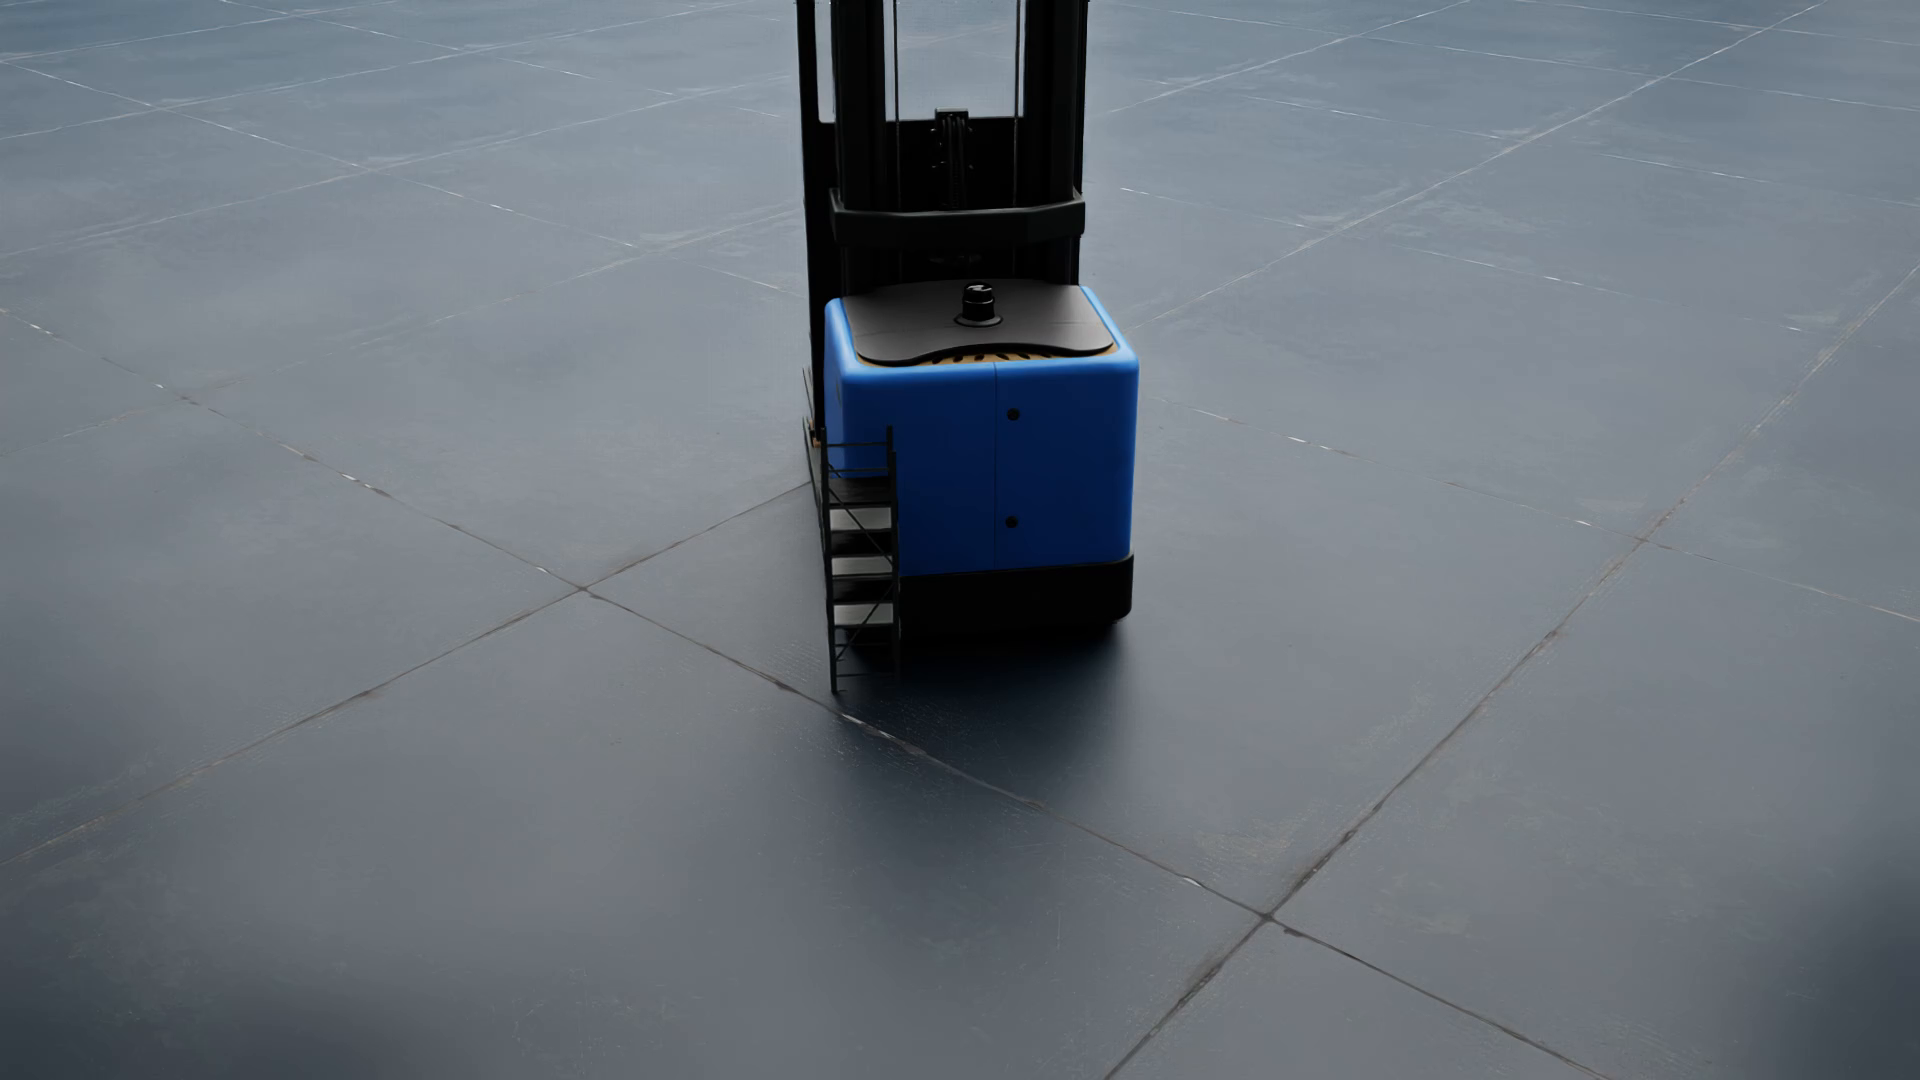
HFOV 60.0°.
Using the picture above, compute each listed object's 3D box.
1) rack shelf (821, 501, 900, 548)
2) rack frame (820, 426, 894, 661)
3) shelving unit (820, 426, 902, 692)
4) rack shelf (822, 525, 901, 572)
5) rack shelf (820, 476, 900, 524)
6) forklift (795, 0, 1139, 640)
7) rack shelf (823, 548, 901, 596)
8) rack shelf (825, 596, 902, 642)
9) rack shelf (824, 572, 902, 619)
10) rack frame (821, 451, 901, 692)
[{"bbox_3d":[-0.334,-0.058,5.563,0.258,0.077,0.200,-2,27,-5],"label":"rack shelf"},{"bbox_3d":[-0.343,0.026,5.721,0.240,0.900,0.006,-2,27,-5],"label":"rack frame"},{"bbox_3d":[-0.334,0.072,5.631,0.258,0.900,0.210,-2,27,-5],"label":"shelving unit"},{"bbox_3d":[-0.334,0.022,5.605,0.258,0.077,0.200,-2,27,-5],"label":"rack shelf"},{"bbox_3d":[-0.334,-0.138,5.522,0.258,0.077,0.200,-2,27,-5],"label":"rack shelf"},{"bbox_3d":[-0.103,-1.601,6.654,1.130,2.935,3.031,-4,28,-8],"label":"forklift"},{"bbox_3d":[-0.334,0.102,5.646,0.258,0.077,0.200,-2,27,-5],"label":"rack shelf"},{"bbox_3d":[-0.334,0.262,5.729,0.258,0.077,0.200,-2,27,-5],"label":"rack shelf"},{"bbox_3d":[-0.334,0.182,5.687,0.258,0.077,0.200,-2,27,-5],"label":"rack shelf"},{"bbox_3d":[-0.325,0.119,5.541,0.240,0.900,0.006,-2,27,-5],"label":"rack frame"}]
